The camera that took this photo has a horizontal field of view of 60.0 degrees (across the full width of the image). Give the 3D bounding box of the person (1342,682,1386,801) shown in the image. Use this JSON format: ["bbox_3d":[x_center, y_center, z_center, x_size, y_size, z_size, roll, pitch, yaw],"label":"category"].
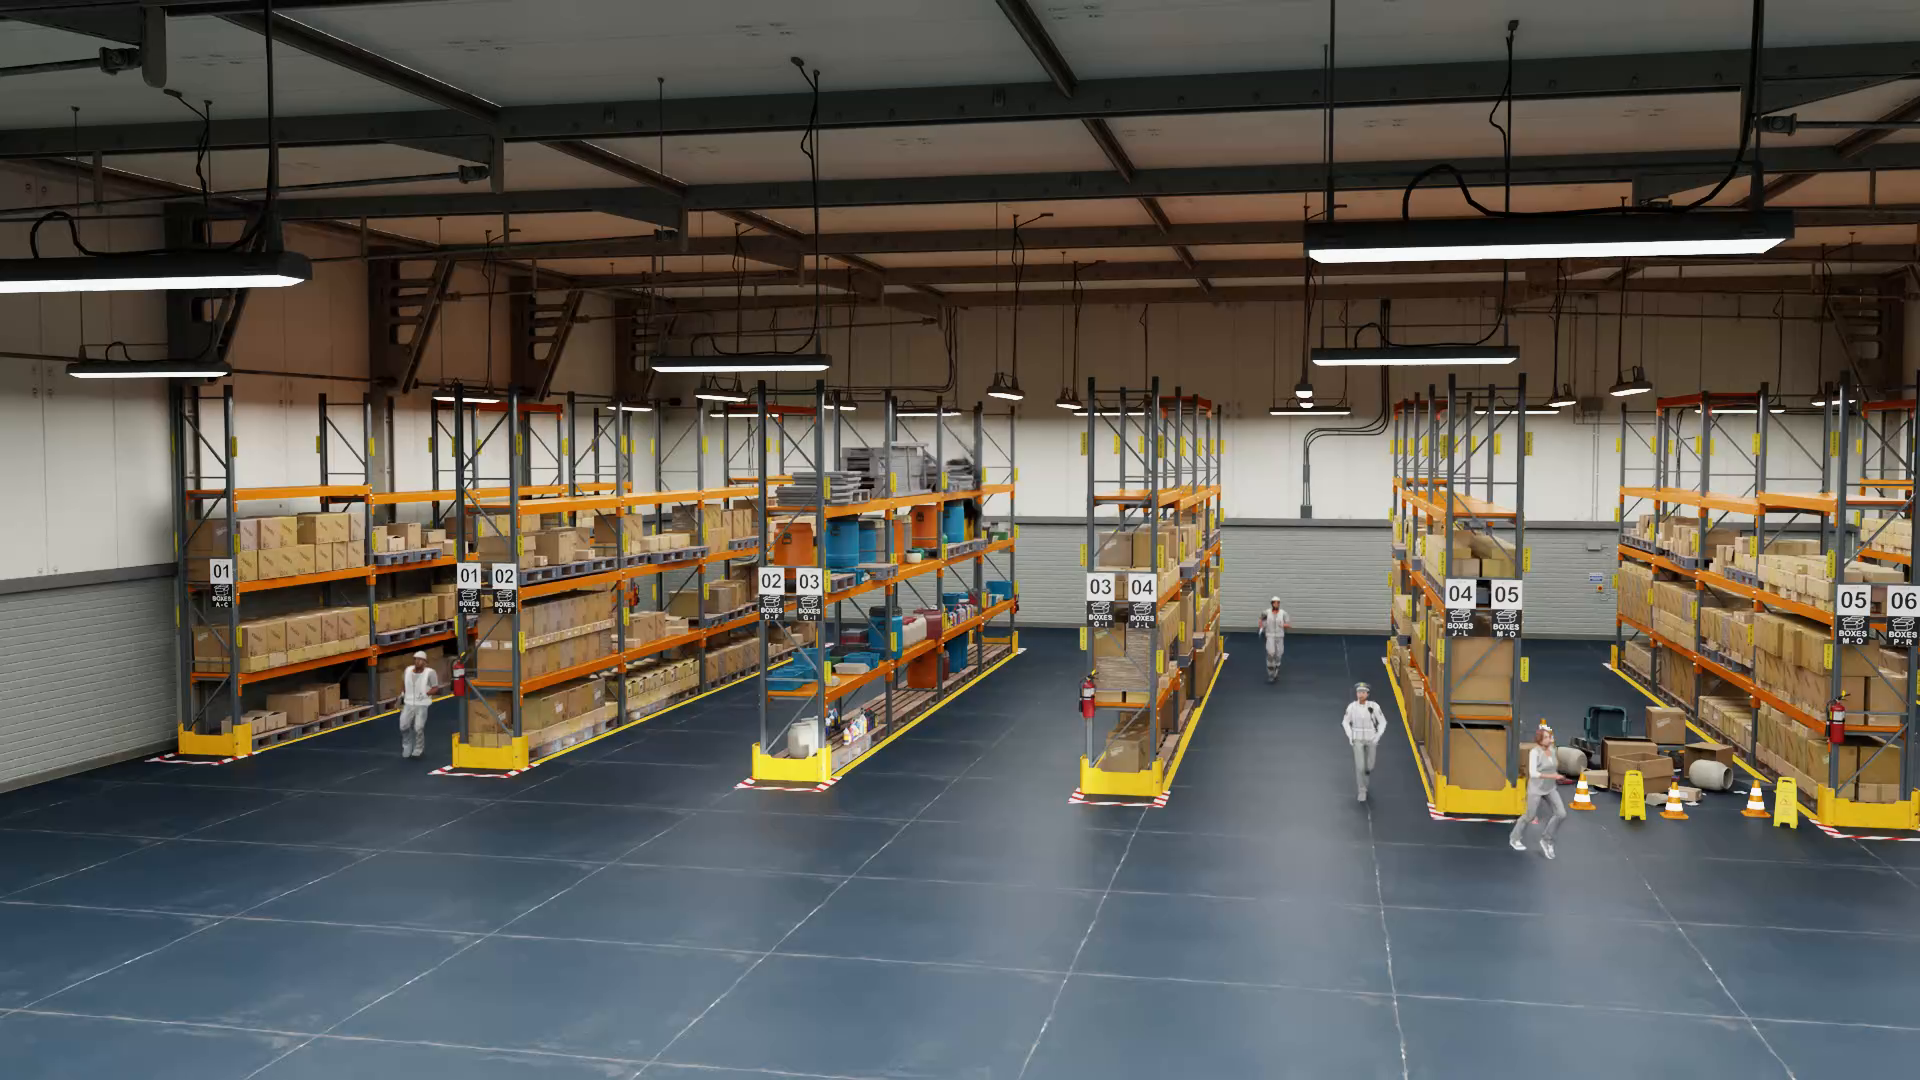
[{"bbox_3d":[5.766,2.852,23.737,0.616,1.673,0.538,1,3,16],"label":"person"}]

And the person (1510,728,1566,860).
[{"bbox_3d":[7.076,3.068,20.213,0.547,1.596,0.817,-1,3,-22],"label":"person"}]

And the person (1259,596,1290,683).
[{"bbox_3d":[6.717,2.123,35.516,0.643,1.839,0.762,0,3,2],"label":"person"}]

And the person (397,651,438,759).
[{"bbox_3d":[-8.688,2.641,26.617,0.665,1.746,0.657,0,3,-1],"label":"person"}]
